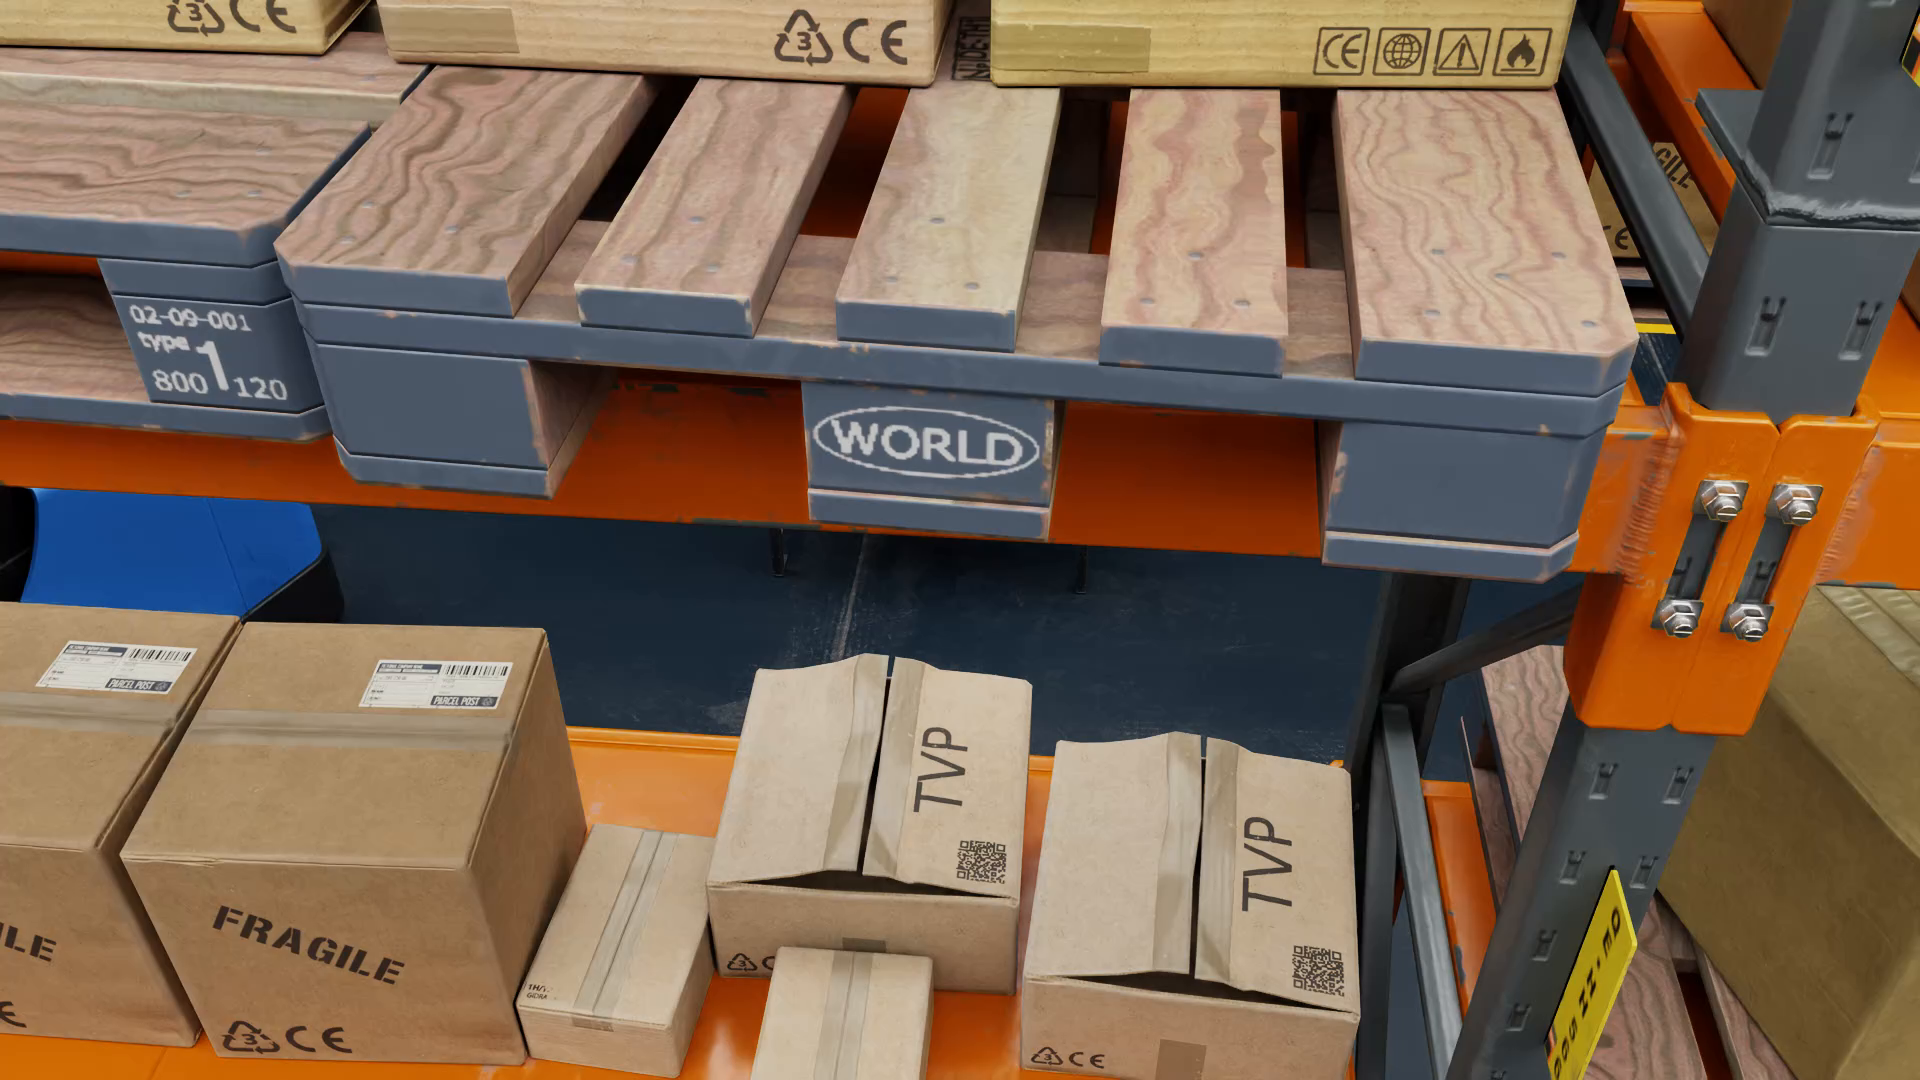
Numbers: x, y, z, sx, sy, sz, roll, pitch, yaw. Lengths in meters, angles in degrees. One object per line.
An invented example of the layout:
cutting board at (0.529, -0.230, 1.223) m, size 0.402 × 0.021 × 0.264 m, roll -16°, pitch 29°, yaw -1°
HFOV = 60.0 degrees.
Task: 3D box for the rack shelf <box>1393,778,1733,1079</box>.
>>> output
rack shelf at (2.729, 0.994, 2.722) m, size 4.000 × 0.370 × 1.077 m, roll 3°, pitch 39°, yaw 4°

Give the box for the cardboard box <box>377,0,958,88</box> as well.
cardboard box at (-0.244, -0.668, 1.605) m, size 0.500 × 0.250 × 0.500 m, roll 4°, pitch 39°, yaw 5°

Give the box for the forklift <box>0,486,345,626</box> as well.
forklift at (-3.140, -0.205, 3.680) m, size 1.130 × 2.935 × 3.031 m, roll 19°, pitch 43°, yaw 22°

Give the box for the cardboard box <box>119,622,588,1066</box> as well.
cardboard box at (-0.937, 0.487, 2.697) m, size 0.500 × 0.500 × 0.500 m, roll 1°, pitch 39°, yaw 1°

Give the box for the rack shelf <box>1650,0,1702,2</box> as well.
rack shelf at (3.153, -2.121, 6.550) m, size 4.000 × 0.370 × 1.077 m, roll 3°, pitch 39°, yaw 4°

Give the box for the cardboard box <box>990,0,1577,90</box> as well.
cardboard box at (0.280, -0.651, 1.583) m, size 0.500 × 0.250 × 0.500 m, roll 0°, pitch 39°, yaw 1°

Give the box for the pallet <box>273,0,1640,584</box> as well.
pallet at (0.053, -0.464, 1.718) m, size 1.003 × 0.211 × 1.213 m, roll 5°, pitch 39°, yaw 6°

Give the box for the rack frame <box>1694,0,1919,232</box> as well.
rack frame at (0.737, -1.720, 0.735) m, size 0.127 × 3.000 × 1.000 m, roll 3°, pitch 39°, yaw 4°

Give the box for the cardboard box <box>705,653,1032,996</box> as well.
cardboard box at (-0.138, 0.471, 2.866) m, size 0.500 × 0.311 × 0.500 m, roll 3°, pitch 39°, yaw 3°

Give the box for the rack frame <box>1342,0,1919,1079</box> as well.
rack frame at (0.737, 0.607, 2.629) m, size 0.127 × 3.000 × 1.000 m, roll 3°, pitch 39°, yaw 4°

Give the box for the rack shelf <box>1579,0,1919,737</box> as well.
rack shelf at (2.729, -0.169, 1.775) m, size 4.000 × 0.370 × 1.077 m, roll 3°, pitch 39°, yaw 4°

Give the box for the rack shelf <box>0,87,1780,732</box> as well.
rack shelf at (-1.256, -0.387, 2.043) m, size 4.000 × 0.370 × 1.077 m, roll 3°, pitch 39°, yaw 4°

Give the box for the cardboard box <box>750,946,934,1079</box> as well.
cardboard box at (-0.183, 0.829, 2.555) m, size 0.250 × 0.149 × 0.380 m, roll 3°, pitch 39°, yaw 4°

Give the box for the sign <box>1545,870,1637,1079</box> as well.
sign at (0.692, 0.507, 1.834) m, size 0.005 × 0.325 × 0.100 m, roll 3°, pitch 39°, yaw 4°

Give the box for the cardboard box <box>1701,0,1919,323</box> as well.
cardboard box at (1.174, -0.593, 1.647) m, size 0.500 × 0.500 × 0.910 m, roll 3°, pitch 39°, yaw 4°

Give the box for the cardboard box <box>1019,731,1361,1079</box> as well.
cardboard box at (0.378, 0.594, 2.715) m, size 0.500 × 0.311 × 0.500 m, roll 5°, pitch 39°, yaw 7°

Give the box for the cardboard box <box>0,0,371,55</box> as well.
cardboard box at (-0.813, -0.706, 1.652) m, size 0.500 × 0.250 × 0.500 m, roll 2°, pitch 39°, yaw 3°

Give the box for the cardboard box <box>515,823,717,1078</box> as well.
cardboard box at (-0.539, 0.670, 2.750) m, size 0.250 × 0.149 × 0.380 m, roll 6°, pitch 40°, yaw 7°

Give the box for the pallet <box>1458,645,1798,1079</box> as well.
pallet at (1.418, 0.674, 2.698) m, size 1.003 × 0.211 × 1.213 m, roll 3°, pitch 39°, yaw 4°

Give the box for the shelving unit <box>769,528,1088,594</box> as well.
shelving unit at (-0.085, -0.586, 5.282) m, size 1.048 × 1.500 × 0.538 m, roll 3°, pitch 39°, yaw 4°

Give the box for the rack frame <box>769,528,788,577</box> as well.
rack frame at (-0.591, -0.614, 5.316) m, size 0.032 × 1.500 × 0.500 m, roll 3°, pitch 39°, yaw 4°

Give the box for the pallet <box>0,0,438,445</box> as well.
pallet at (-1.062, -0.523, 1.790) m, size 1.213 × 0.211 × 1.003 m, roll 5°, pitch 39°, yaw 6°

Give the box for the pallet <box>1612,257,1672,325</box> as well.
pallet at (3.151, -1.269, 7.142) m, size 1.213 × 0.211 × 1.003 m, roll 3°, pitch 39°, yaw 4°

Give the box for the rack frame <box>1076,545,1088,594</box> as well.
rack frame at (0.421, -0.559, 5.248) m, size 0.032 × 1.500 × 0.500 m, roll 3°, pitch 39°, yaw 4°

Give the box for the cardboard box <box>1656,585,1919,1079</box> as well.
cardboard box at (1.374, 0.368, 2.510) m, size 0.500 × 0.500 × 0.700 m, roll -9°, pitch 40°, yaw -11°

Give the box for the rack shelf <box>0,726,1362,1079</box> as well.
rack shelf at (-1.256, 0.777, 2.990) m, size 4.000 × 0.370 × 1.077 m, roll 3°, pitch 39°, yaw 4°

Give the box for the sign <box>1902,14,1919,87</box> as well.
sign at (0.681, -0.439, 1.065) m, size 0.005 × 0.325 × 0.100 m, roll 3°, pitch 39°, yaw 4°

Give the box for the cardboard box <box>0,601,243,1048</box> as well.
cardboard box at (-1.461, 0.458, 2.732) m, size 0.500 × 0.500 × 0.500 m, roll 3°, pitch 39°, yaw 4°

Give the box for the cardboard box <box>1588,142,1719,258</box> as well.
cardboard box at (2.754, -1.664, 6.788) m, size 0.750 × 0.750 × 0.750 m, roll 3°, pitch 39°, yaw 4°
